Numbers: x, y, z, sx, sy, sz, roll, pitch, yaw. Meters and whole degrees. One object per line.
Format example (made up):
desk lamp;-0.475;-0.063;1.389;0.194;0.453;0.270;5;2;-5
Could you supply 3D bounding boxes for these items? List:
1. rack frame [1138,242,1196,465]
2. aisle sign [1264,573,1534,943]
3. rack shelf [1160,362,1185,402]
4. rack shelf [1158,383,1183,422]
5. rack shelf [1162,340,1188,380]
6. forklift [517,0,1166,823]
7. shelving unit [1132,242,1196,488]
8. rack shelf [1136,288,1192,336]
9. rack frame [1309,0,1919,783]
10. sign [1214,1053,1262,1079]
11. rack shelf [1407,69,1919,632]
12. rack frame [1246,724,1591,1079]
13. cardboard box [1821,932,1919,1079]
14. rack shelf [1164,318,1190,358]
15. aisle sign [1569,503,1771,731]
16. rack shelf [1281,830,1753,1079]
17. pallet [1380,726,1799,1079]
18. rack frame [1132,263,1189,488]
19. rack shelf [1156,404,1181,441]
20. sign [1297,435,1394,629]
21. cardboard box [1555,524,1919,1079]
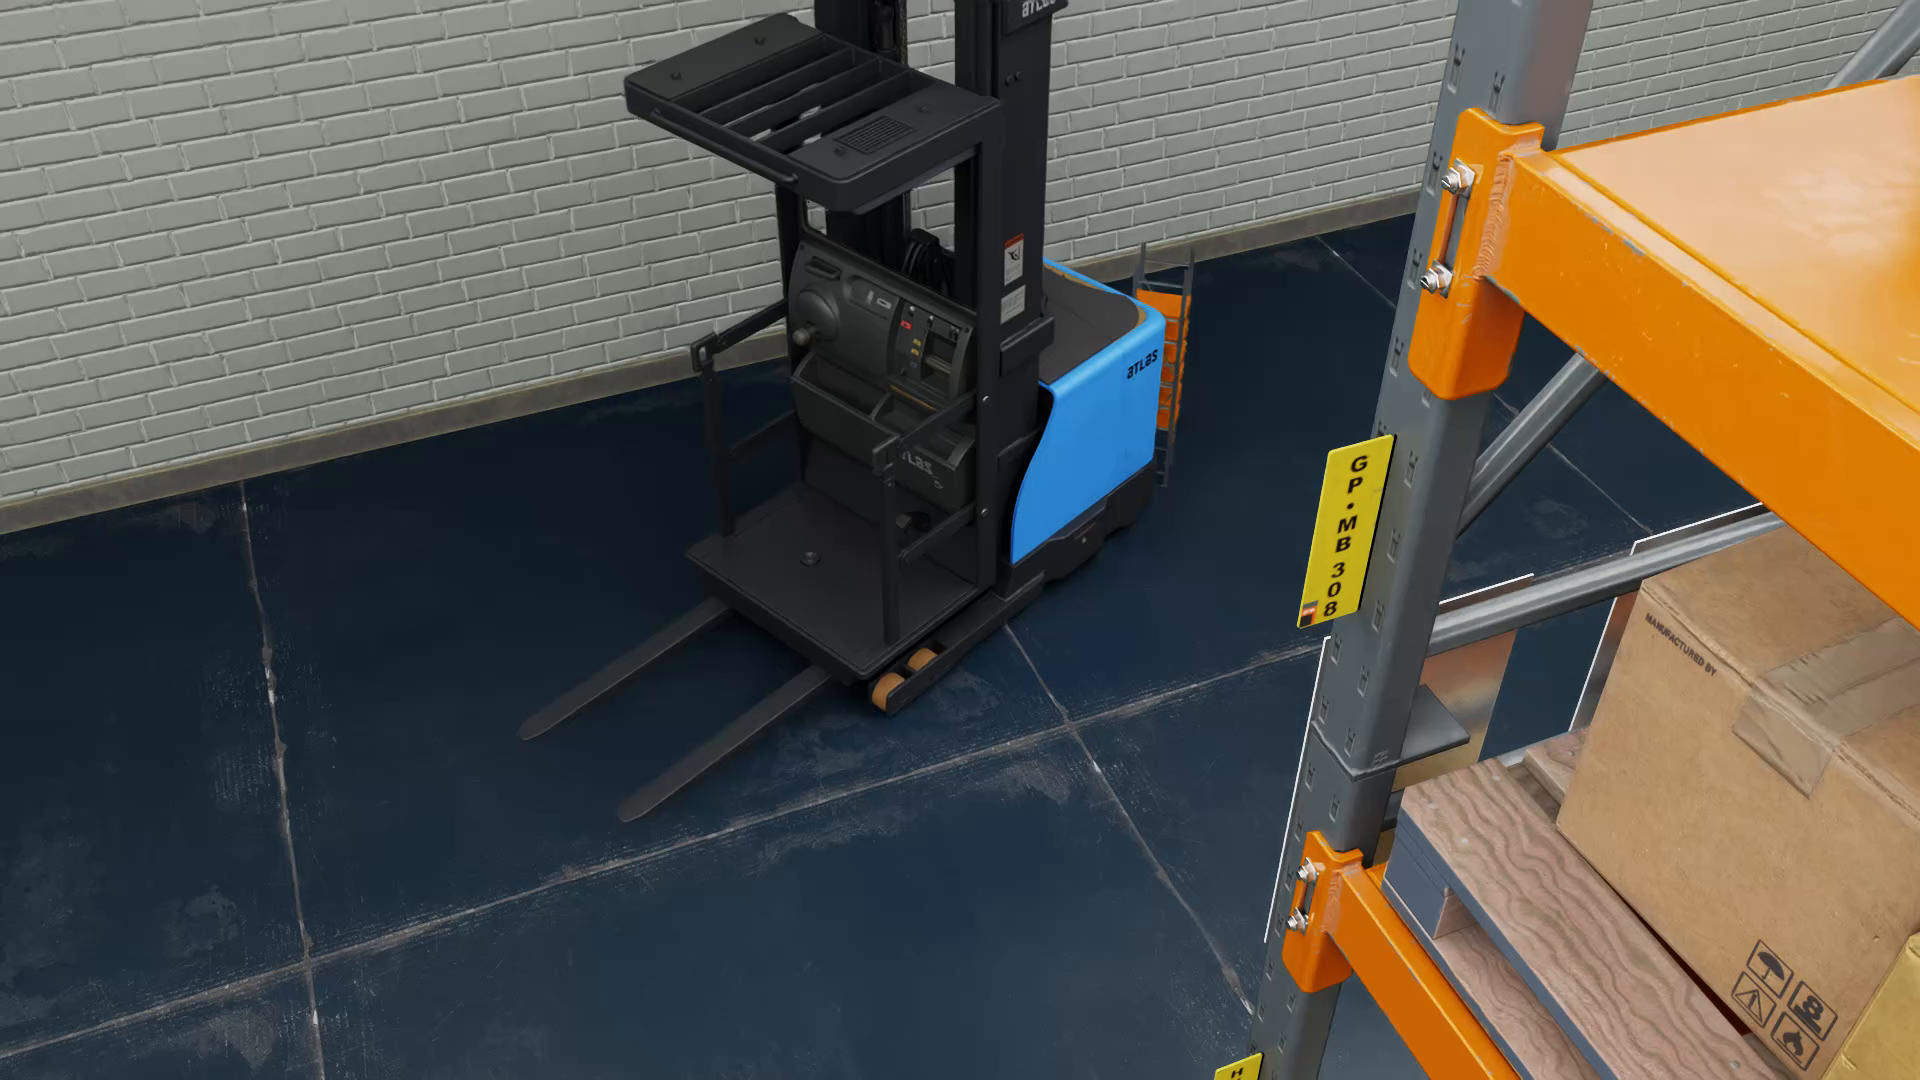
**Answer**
rack frame;0.920;-0.842;7.728;0.240;1.200;0.006;10;42;11
aisle sign;0.751;0.403;2.905;0.394;0.787;0.004;-15;43;-17
rack shelf;0.897;-0.751;7.690;0.258;0.103;0.180;10;42;11
rack shelf;0.897;-0.660;7.768;0.258;0.103;0.180;10;42;11
rack shelf;0.897;-0.842;7.612;0.258;0.103;0.180;10;42;11
forklift;-0.459;-0.776;6.324;1.130;2.935;3.031;31;49;31
shelving unit;0.897;-0.785;7.661;0.258;1.200;0.189;10;42;11
rack shelf;0.897;-1.024;7.455;0.258;0.103;0.180;10;42;11
rack frame;1.056;-0.917;1.834;1.000;3.000;0.127;-15;43;-17
sign;0.541;1.134;3.325;0.100;0.325;0.005;-15;43;-17
rack shelf;1.821;0.712;0.798;1.077;0.370;4.000;-15;43;-17
rack frame;1.056;1.357;3.790;1.000;3.000;0.127;-15;43;-17
cardboard box;1.408;0.654;1.832;0.700;0.500;0.500;-17;43;-18
rack shelf;0.897;-0.933;7.533;0.258;0.103;0.180;10;42;11
aisle sign;1.305;0.253;3.080;0.394;0.787;0.004;-15;43;-17
rack shelf;1.821;1.698;1.645;1.077;0.370;4.000;-15;43;-17
pallet;1.349;0.698;2.324;1.003;0.211;1.213;-15;43;-17
rack frame;0.875;-0.727;7.594;0.240;1.200;0.006;10;42;11
rack shelf;0.897;-0.569;7.846;0.258;0.103;0.180;10;42;11
sign;0.541;-0.007;2.344;0.100;0.325;0.005;-15;43;-17
cardboard box;1.304;0.285;2.261;0.700;0.500;0.500;-18;44;-19
